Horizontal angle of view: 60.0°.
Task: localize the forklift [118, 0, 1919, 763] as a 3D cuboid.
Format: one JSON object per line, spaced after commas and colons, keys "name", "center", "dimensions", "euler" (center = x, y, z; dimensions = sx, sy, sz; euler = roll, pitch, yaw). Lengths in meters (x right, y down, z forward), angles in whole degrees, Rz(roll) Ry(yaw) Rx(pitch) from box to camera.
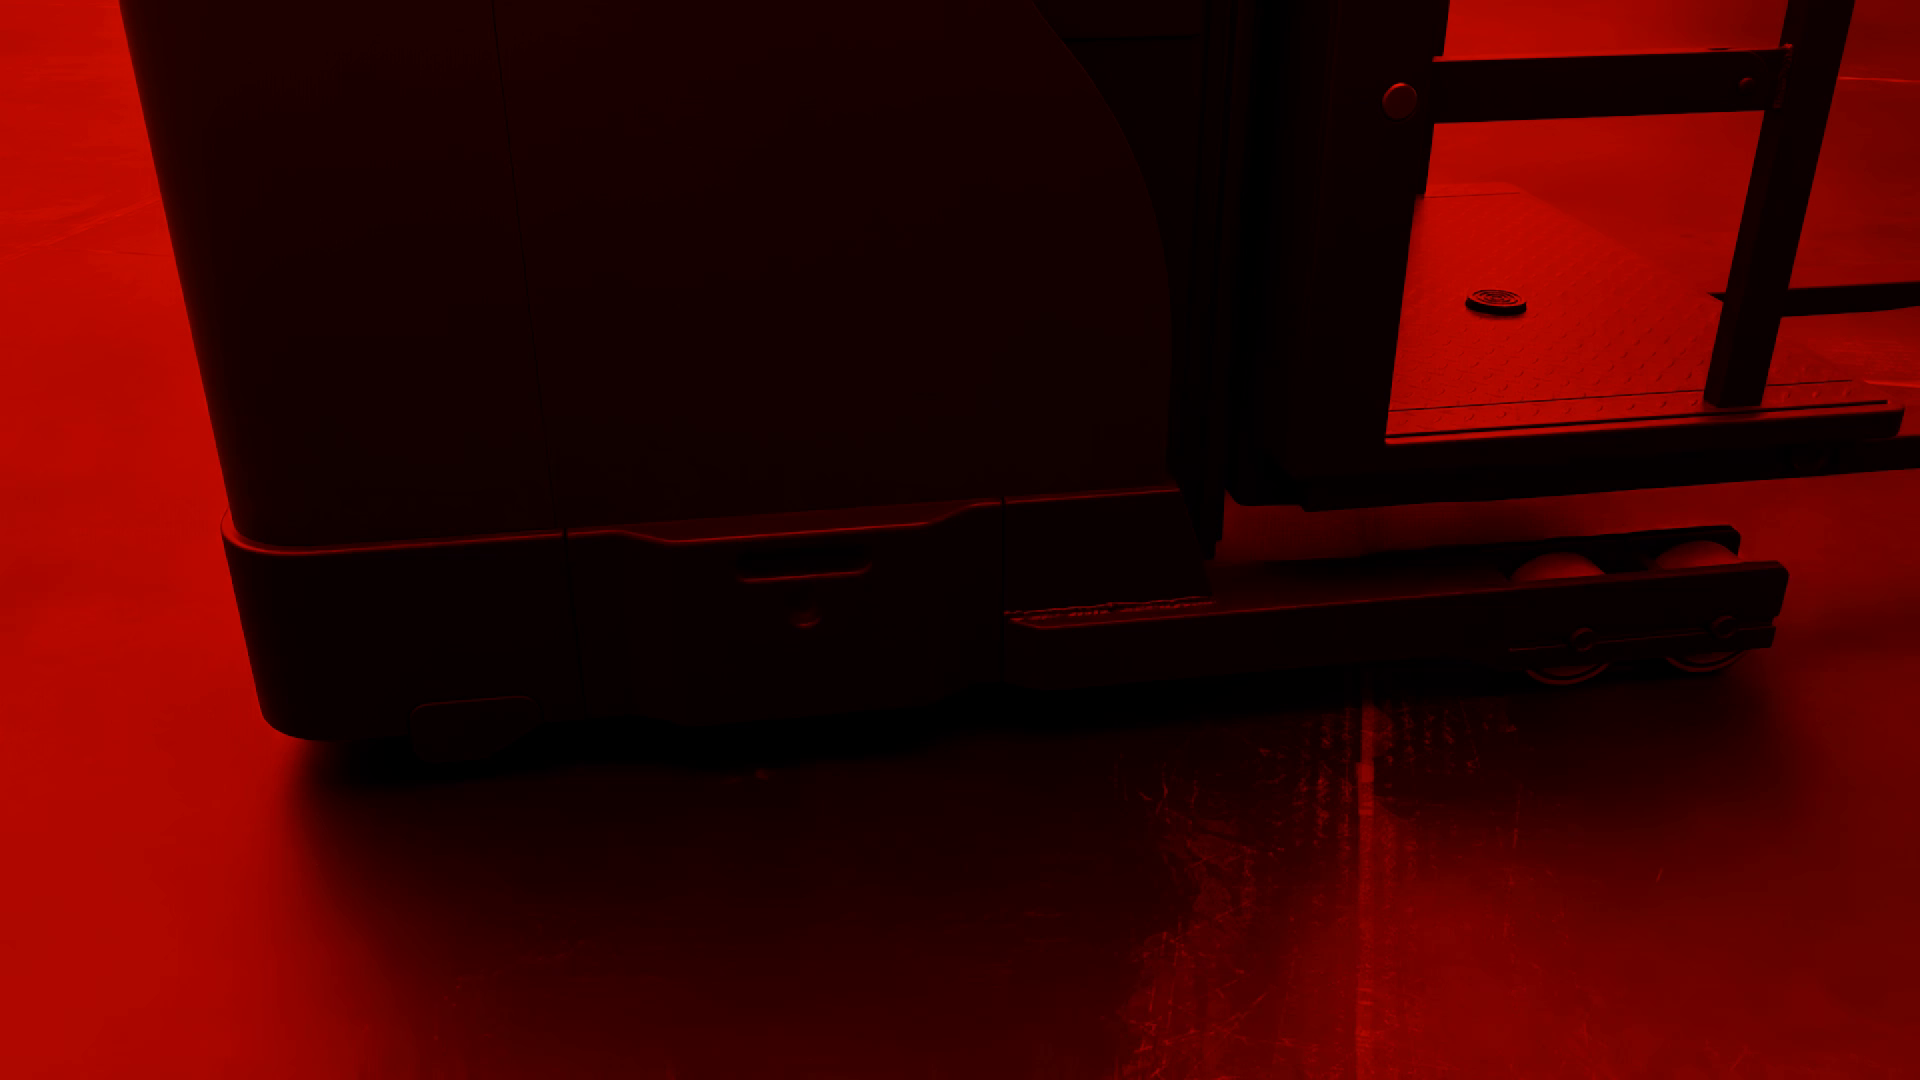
{"name": "forklift", "center": [0.600, -1.354, 1.930], "dimensions": [3.031, 2.935, 1.130], "euler": [-4, 27, -9]}
